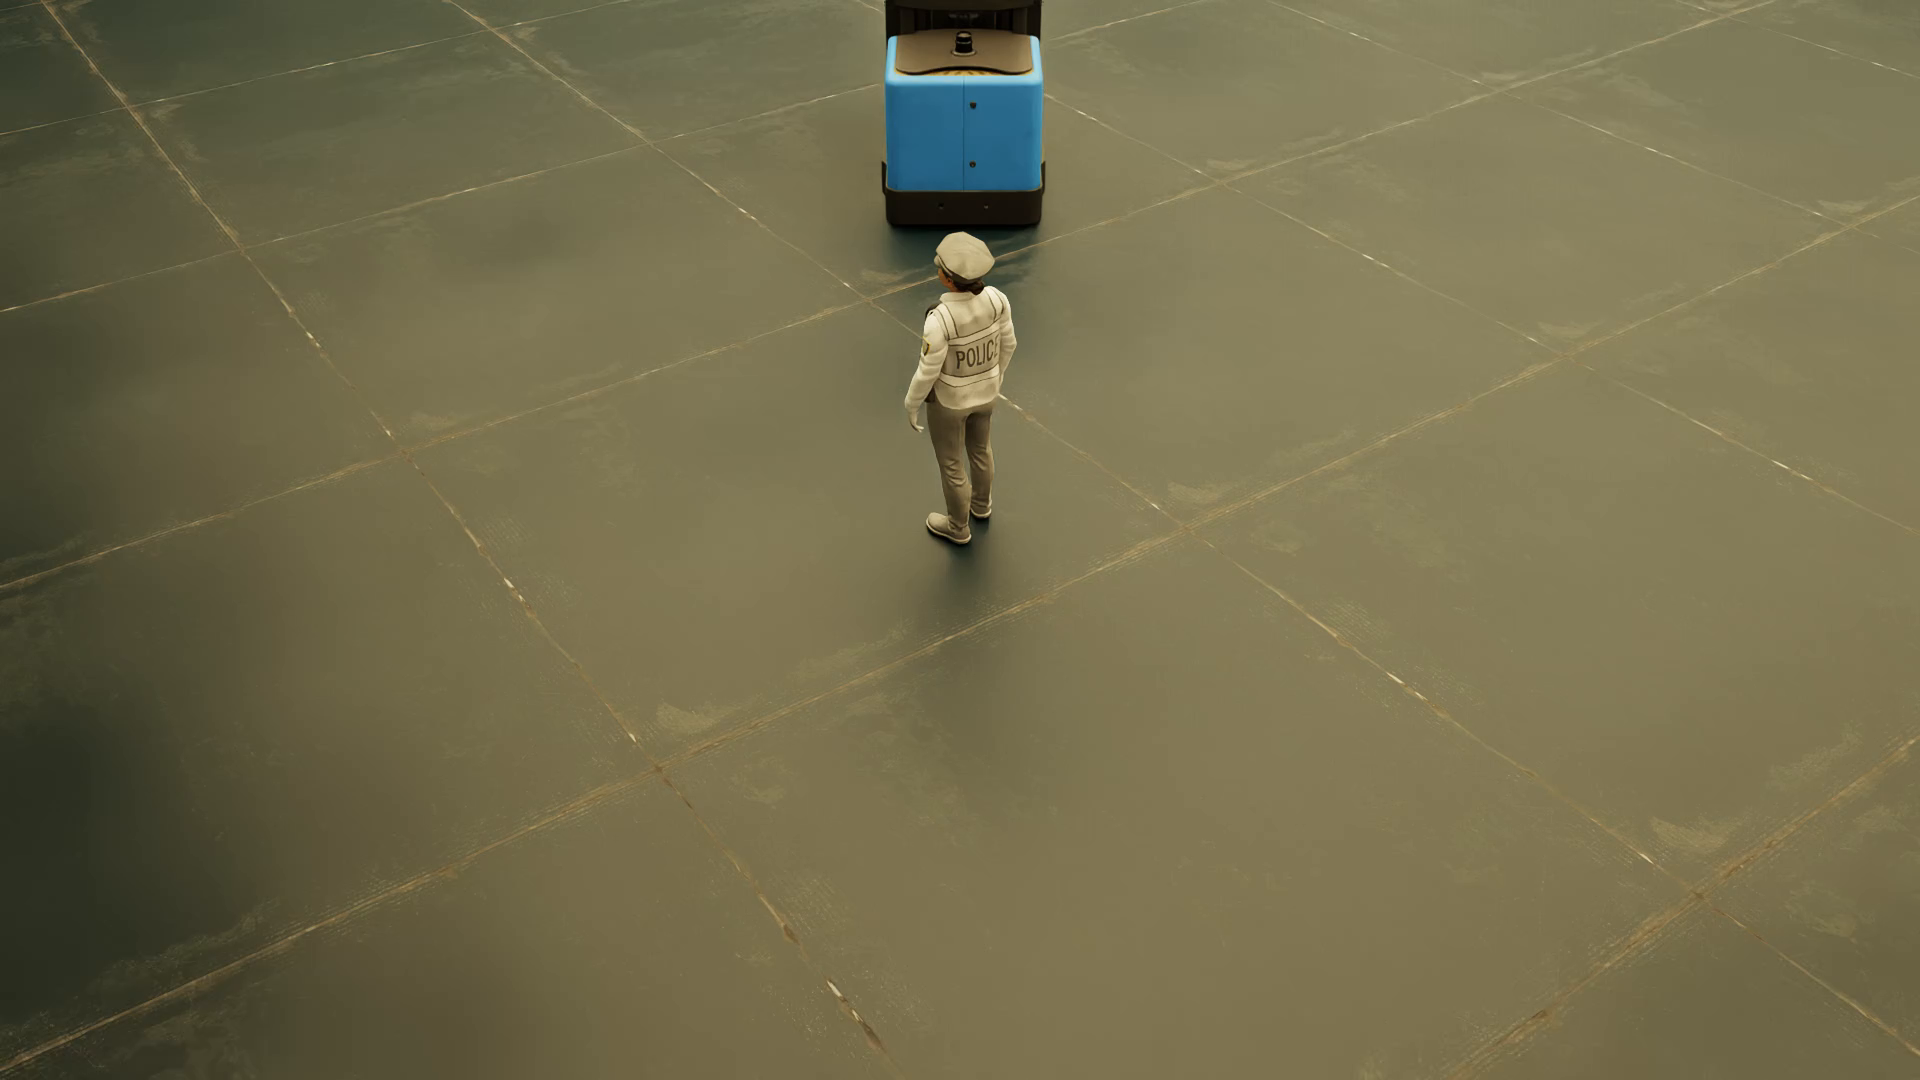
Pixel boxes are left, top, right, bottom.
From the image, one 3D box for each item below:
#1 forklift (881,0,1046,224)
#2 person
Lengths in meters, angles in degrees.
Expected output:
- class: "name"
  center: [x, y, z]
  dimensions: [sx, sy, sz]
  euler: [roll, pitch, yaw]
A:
- class: "forklift"
  center: [0.022, -4.137, 11.540]
  dimensions: [1.130, 2.935, 3.031]
  euler: [0, 36, 0]
- class: "person"
  center: [-0.034, -0.723, 7.950]
  dimensions: [0.588, 1.695, 0.531]
  euler: [-23, 42, -28]
